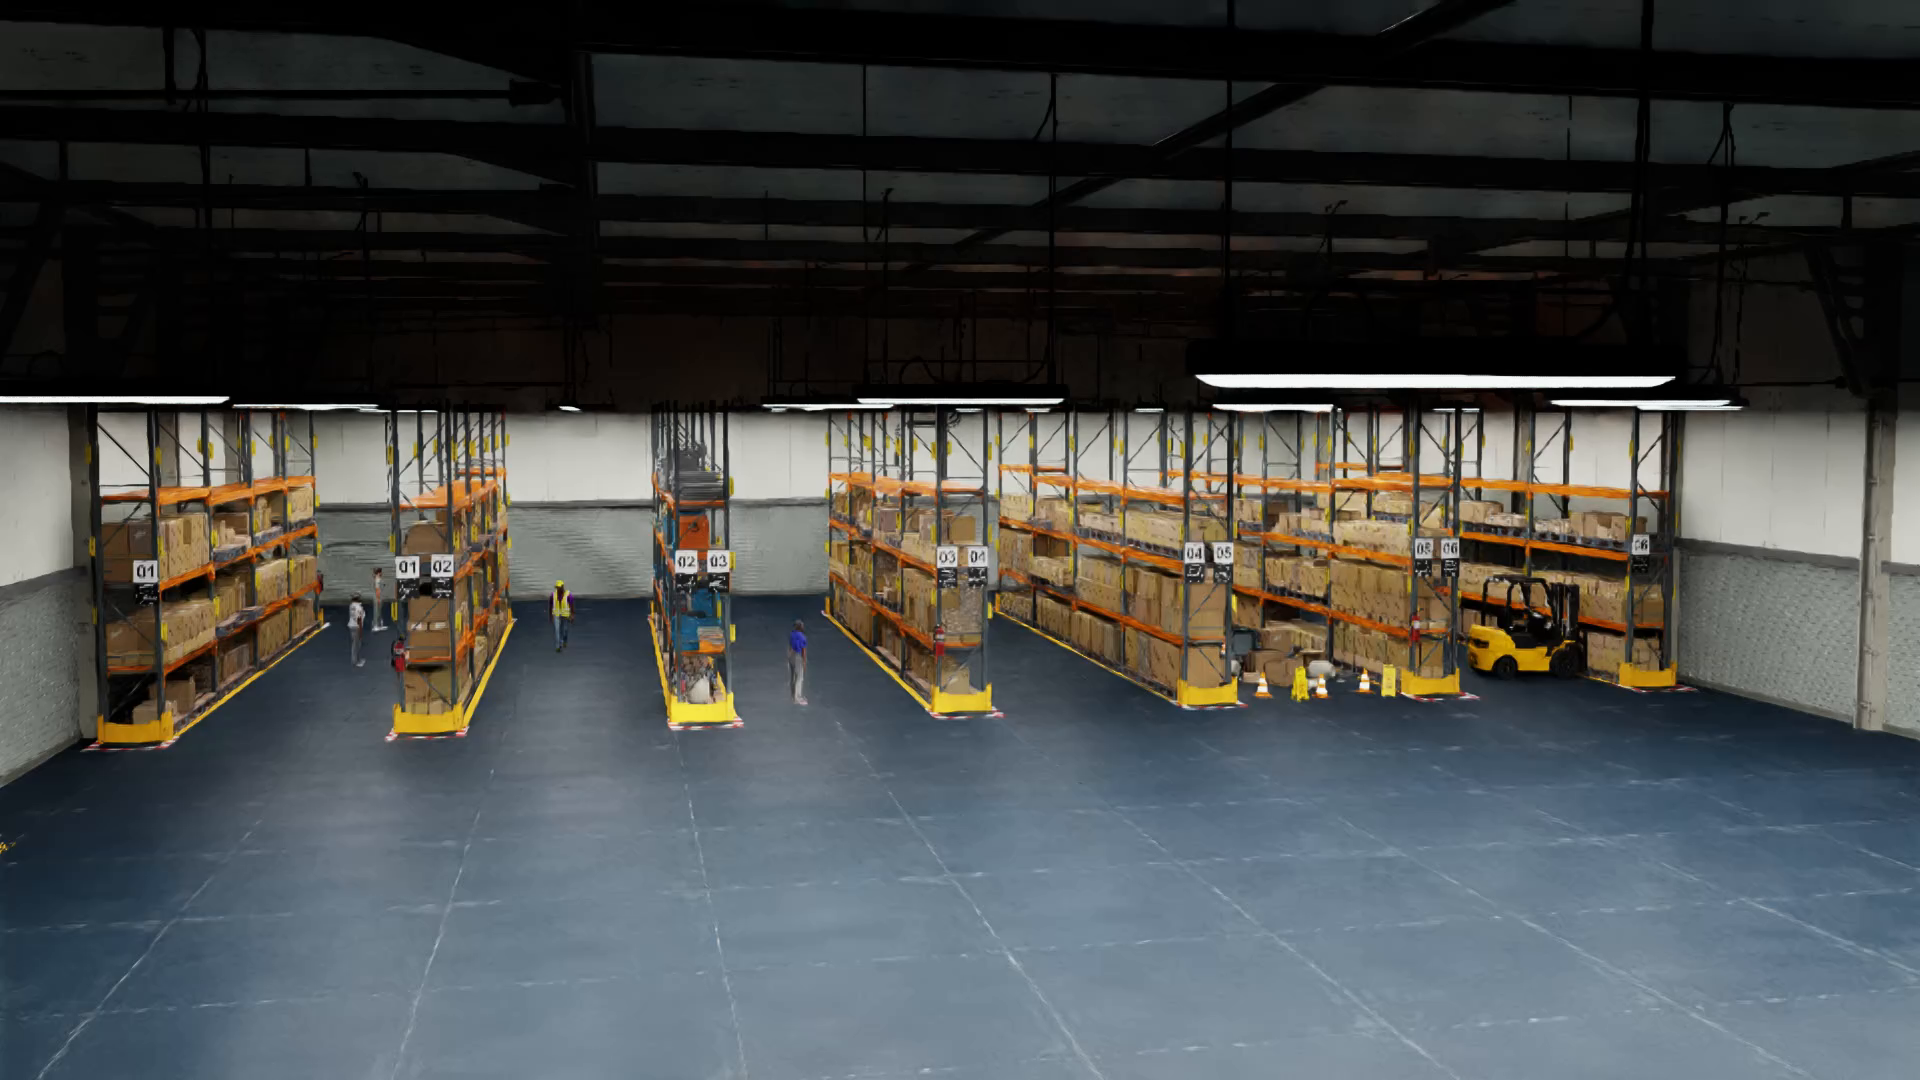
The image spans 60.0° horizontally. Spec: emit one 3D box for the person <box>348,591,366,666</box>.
[{"bbox_3d":[-13.751,2.010,37.990,0.432,1.683,0.559,-4,6,-42],"label":"person"}]

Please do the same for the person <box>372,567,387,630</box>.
[{"bbox_3d":[-15.432,1.548,44.163,0.386,1.674,0.559,-1,5,-19],"label":"person"}]

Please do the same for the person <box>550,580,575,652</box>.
[{"bbox_3d":[-9.661,1.827,40.376,0.591,1.718,1.042,-1,4,-13],"label":"person"}]

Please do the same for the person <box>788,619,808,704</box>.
[{"bbox_3d":[-3.191,2.439,33.020,0.432,1.573,0.559,-4,6,-41],"label":"person"}]
